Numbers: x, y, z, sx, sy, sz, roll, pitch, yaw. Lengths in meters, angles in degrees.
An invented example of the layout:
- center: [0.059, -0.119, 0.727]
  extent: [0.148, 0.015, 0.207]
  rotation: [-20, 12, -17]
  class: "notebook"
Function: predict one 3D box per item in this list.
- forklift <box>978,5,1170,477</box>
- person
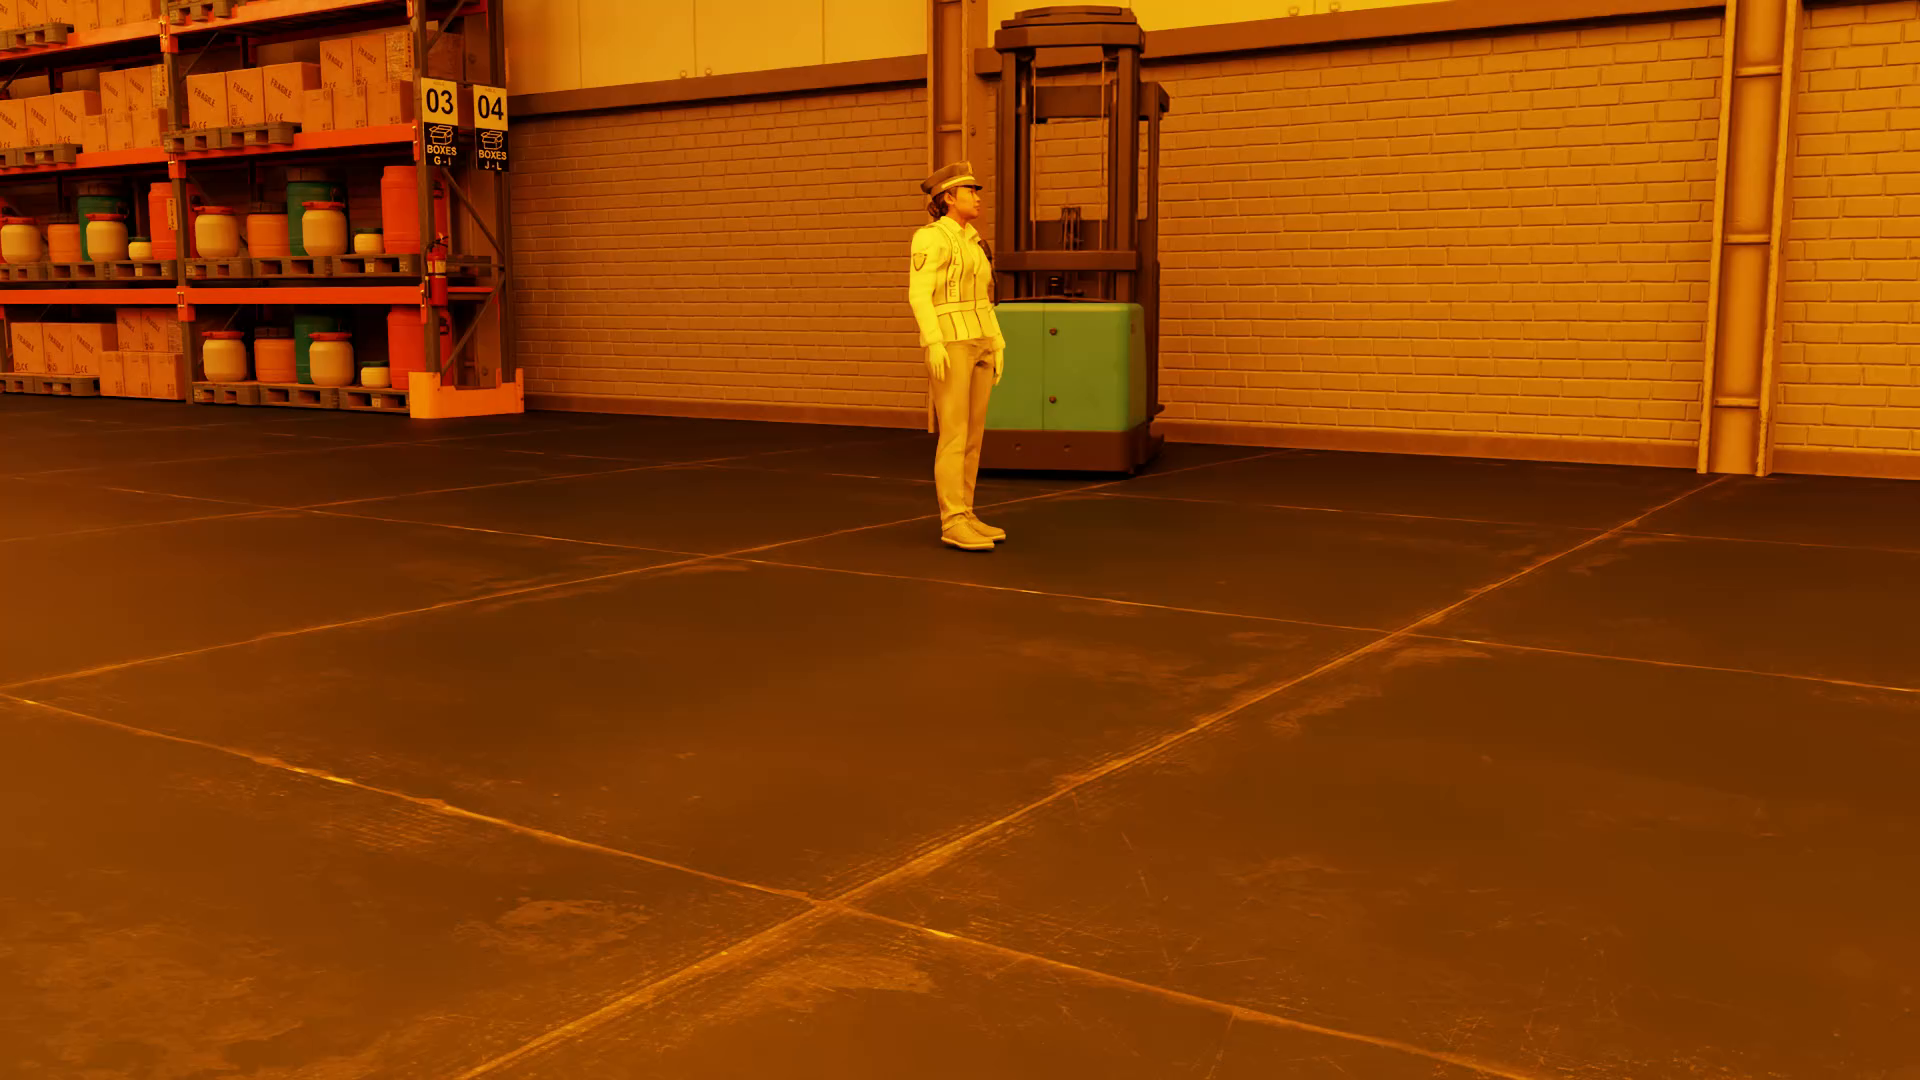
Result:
- center: [0.827, -2.012, 11.345]
  extent: [1.130, 2.935, 3.031]
  rotation: [2, 8, 12]
  class: "forklift"
- center: [0.052, -0.840, 7.441]
  extent: [0.534, 1.696, 0.587]
  rotation: [5, 10, 34]
  class: "person"
